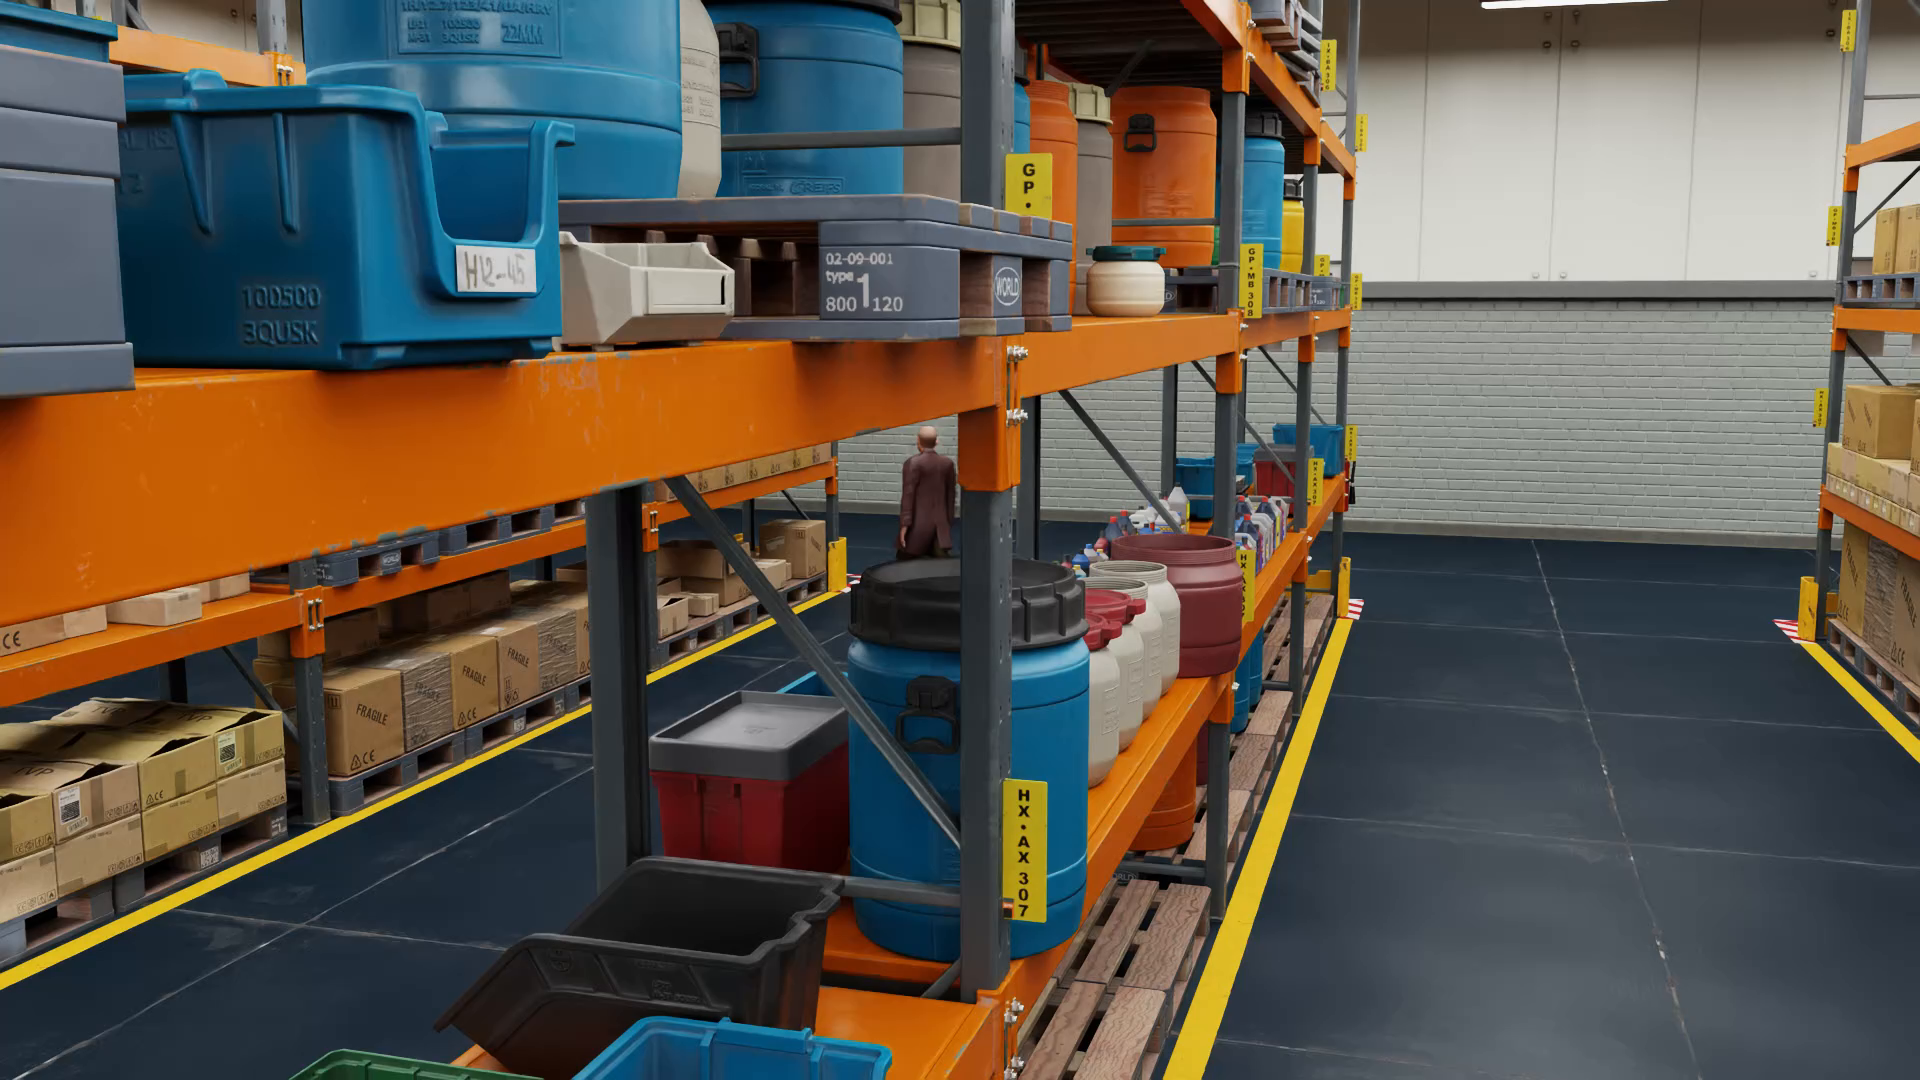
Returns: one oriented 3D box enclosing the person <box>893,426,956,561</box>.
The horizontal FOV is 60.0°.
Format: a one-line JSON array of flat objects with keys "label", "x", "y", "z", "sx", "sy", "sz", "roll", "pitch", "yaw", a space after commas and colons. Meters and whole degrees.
[{"label": "person", "x": -0.337, "y": -0.136, "z": 14.722, "sx": 0.636, "sy": 1.752, "sz": 0.844, "roll": -6, "pitch": 10, "yaw": -35}]
